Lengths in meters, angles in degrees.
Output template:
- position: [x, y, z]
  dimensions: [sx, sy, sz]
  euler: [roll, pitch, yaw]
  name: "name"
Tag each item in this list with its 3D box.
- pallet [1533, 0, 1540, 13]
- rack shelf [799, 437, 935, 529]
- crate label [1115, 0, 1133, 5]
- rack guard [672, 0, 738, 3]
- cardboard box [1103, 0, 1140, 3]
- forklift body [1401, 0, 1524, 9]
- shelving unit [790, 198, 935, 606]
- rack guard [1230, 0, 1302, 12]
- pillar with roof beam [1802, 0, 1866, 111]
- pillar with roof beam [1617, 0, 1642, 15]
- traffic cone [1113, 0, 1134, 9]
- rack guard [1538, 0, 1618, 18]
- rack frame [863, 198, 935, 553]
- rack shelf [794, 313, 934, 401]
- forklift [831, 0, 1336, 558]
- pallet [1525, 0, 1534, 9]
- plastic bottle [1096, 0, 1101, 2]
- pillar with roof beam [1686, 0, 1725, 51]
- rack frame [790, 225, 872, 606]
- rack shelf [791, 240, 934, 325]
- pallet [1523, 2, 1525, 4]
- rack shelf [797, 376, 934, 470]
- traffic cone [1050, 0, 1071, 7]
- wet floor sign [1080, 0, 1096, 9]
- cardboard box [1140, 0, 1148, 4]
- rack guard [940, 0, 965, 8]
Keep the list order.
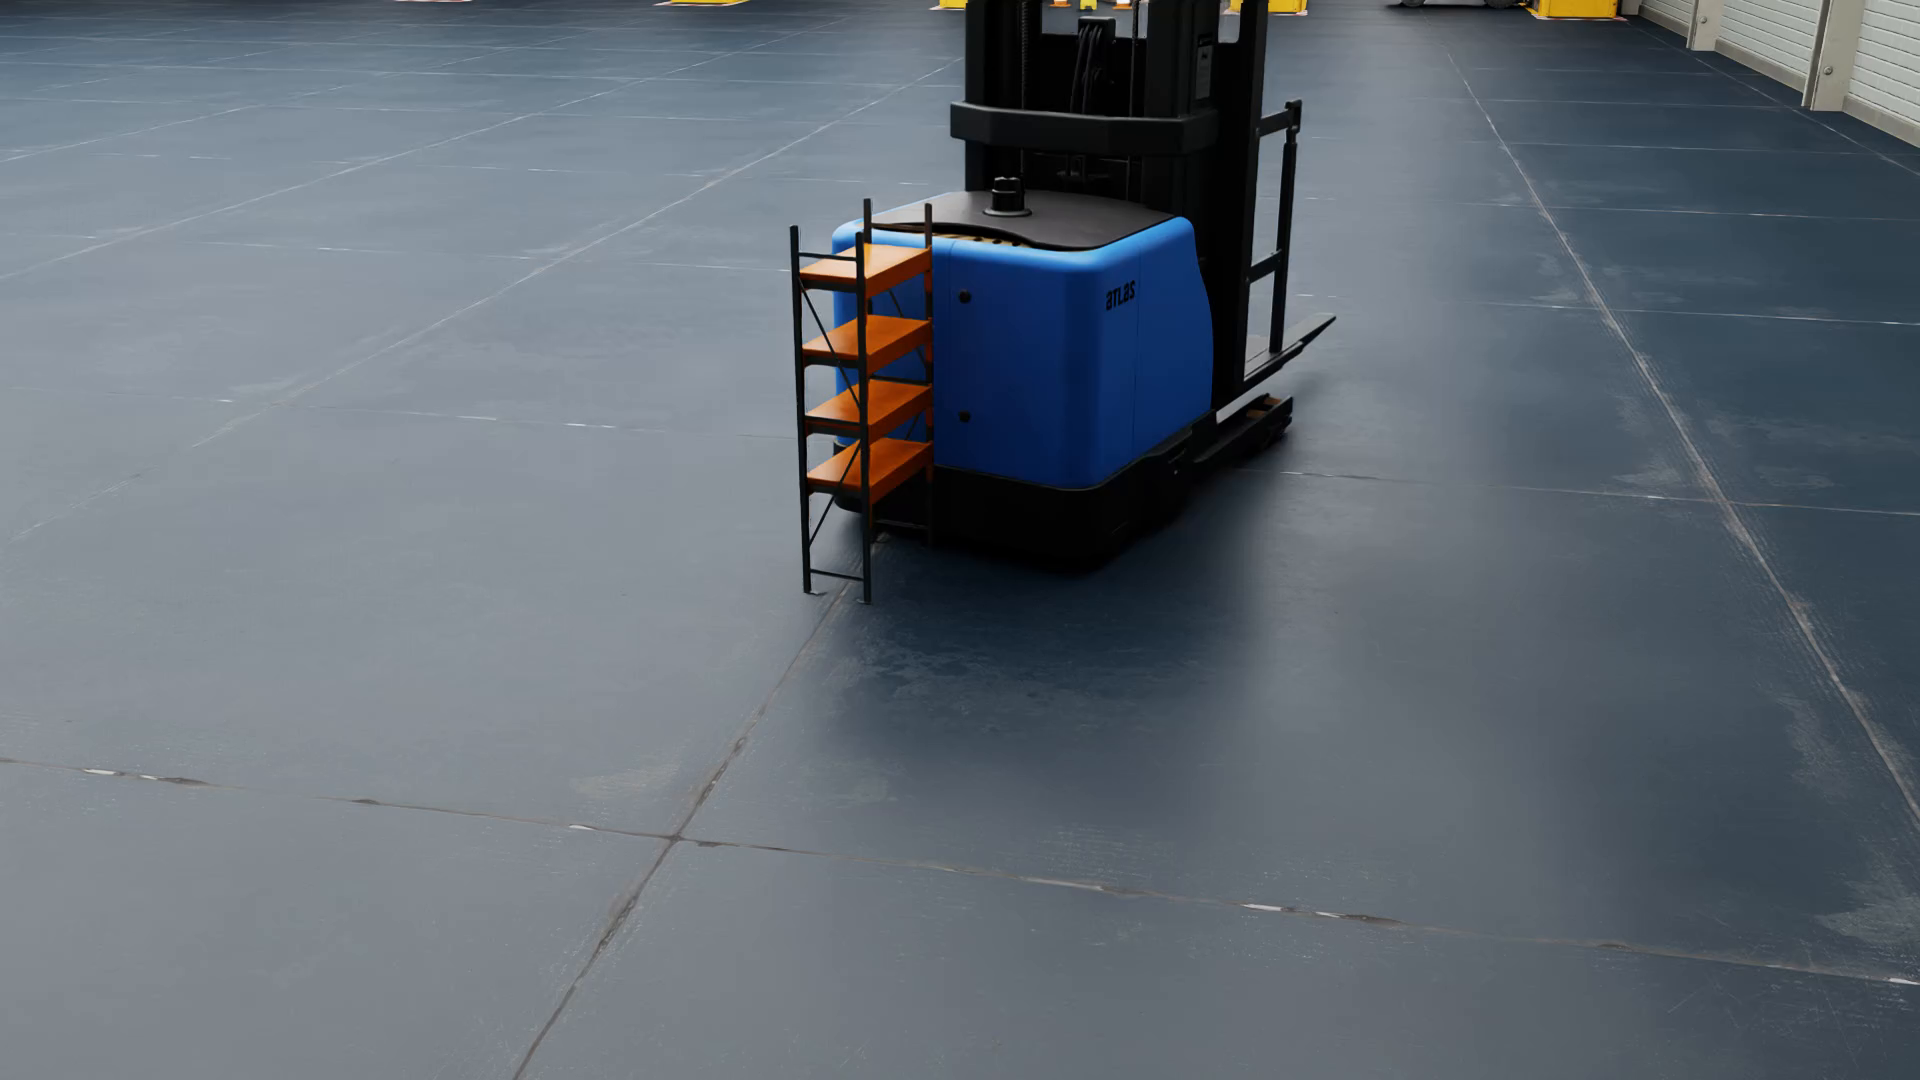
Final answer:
- position: [10.091, -8.861, 27.574]
  dimensions: [1.003, 0.211, 1.213]
  euler: [4, 22, 11]
  name: "pallet"
- position: [-0.299, -0.204, 5.464]
  dimensions: [0.258, 0.148, 0.480]
  euler: [9, 24, 22]
  name: "rack shelf"
- position: [2.885, -9.429, 29.083]
  dimensions: [0.250, 0.136, 0.298]
  euler: [-7, 23, -17]
  name: "crate label"
- position: [-4.570, -9.873, 29.698]
  dimensions: [1.175, 0.500, 0.348]
  euler: [4, 22, 11]
  name: "rack guard"
- position: [2.996, -9.926, 29.827]
  dimensions: [0.797, 0.503, 0.637]
  euler: [-11, 25, -26]
  name: "cardboard box"
- position: [8.577, -10.311, 28.576]
  dimensions: [2.313, 2.155, 1.214]
  euler: [4, 22, 11]
  name: "forklift body"
- position: [-0.299, -0.450, 5.365]
  dimensions: [0.258, 1.200, 0.503]
  euler: [9, 24, 22]
  name: "shelving unit"
- position: [5.132, -9.117, 27.822]
  dimensions: [1.175, 0.500, 0.348]
  euler: [4, 22, 11]
  name: "rack guard"
- position: [4.338, -8.780, 15.609]
  dimensions: [9.100, 9.000, 0.400]
  euler: [4, 22, 11]
  name: "pillar with roof beam"
- position: [6.786, -13.169, 26.506]
  dimensions: [9.100, 9.000, 0.400]
  euler: [4, 22, 11]
  name: "pillar with roof beam"
- position: [2.785, -9.288, 28.296]
  dimensions: [0.336, 0.463, 0.334]
  euler: [4, 22, 11]
  name: "traffic cone"
- position: [9.971, -8.704, 26.796]
  dimensions: [1.175, 0.500, 0.348]
  euler: [4, 22, 11]
  name: "rack guard"
- position: [-0.201, -0.534, 5.572]
  dimensions: [0.240, 1.200, 0.015]
  euler: [9, 24, 22]
  name: "rack frame"
- position: [-0.299, -0.595, 5.307]
  dimensions: [0.258, 0.148, 0.480]
  euler: [9, 24, 22]
  name: "rack shelf"
- position: [0.731, -1.804, 6.410]
  dimensions: [1.130, 2.935, 3.031]
  euler: [12, 25, 28]
  name: "forklift"
- position: [10.342, -9.306, 28.678]
  dimensions: [1.003, 0.211, 1.213]
  euler: [4, 22, 11]
  name: "pallet"
- position: [2.446, -9.755, 29.994]
  dimensions: [0.133, 0.061, 0.283]
  euler: [-3, 22, -8]
  name: "plastic bottle"
- position: [5.562, -10.975, 21.058]
  dimensions: [9.100, 9.000, 0.400]
  euler: [4, 22, 11]
  name: "pillar with roof beam"
- position: [-0.397, -0.367, 5.158]
  dimensions: [0.240, 1.200, 0.015]
  euler: [9, 24, 22]
  name: "rack frame"
- position: [-0.299, -0.815, 5.218]
  dimensions: [0.258, 0.148, 0.480]
  euler: [9, 24, 22]
  name: "rack shelf"
- position: [10.589, -9.754, 29.789]
  dimensions: [1.003, 0.211, 1.213]
  euler: [4, 22, 11]
  name: "pallet"
- position: [-0.299, -0.388, 5.390]
  dimensions: [0.258, 0.148, 0.480]
  euler: [9, 24, 22]
  name: "rack shelf"
- position: [1.748, -9.499, 28.819]
  dimensions: [0.336, 0.463, 0.334]
  euler: [4, 22, 11]
  name: "traffic cone"
- position: [2.182, -9.336, 28.170]
  dimensions: [0.267, 0.644, 0.232]
  euler: [1, 22, 2]
  name: "wet floor sign"
- position: [3.406, -9.560, 29.391]
  dimensions: [0.380, 0.149, 0.250]
  euler: [18, 28, 38]
  name: "cardboard box"
- position: [0.245, -9.421, 28.577]
  dimensions: [1.175, 0.500, 0.348]
  euler: [4, 22, 11]
  name: "rack guard"
